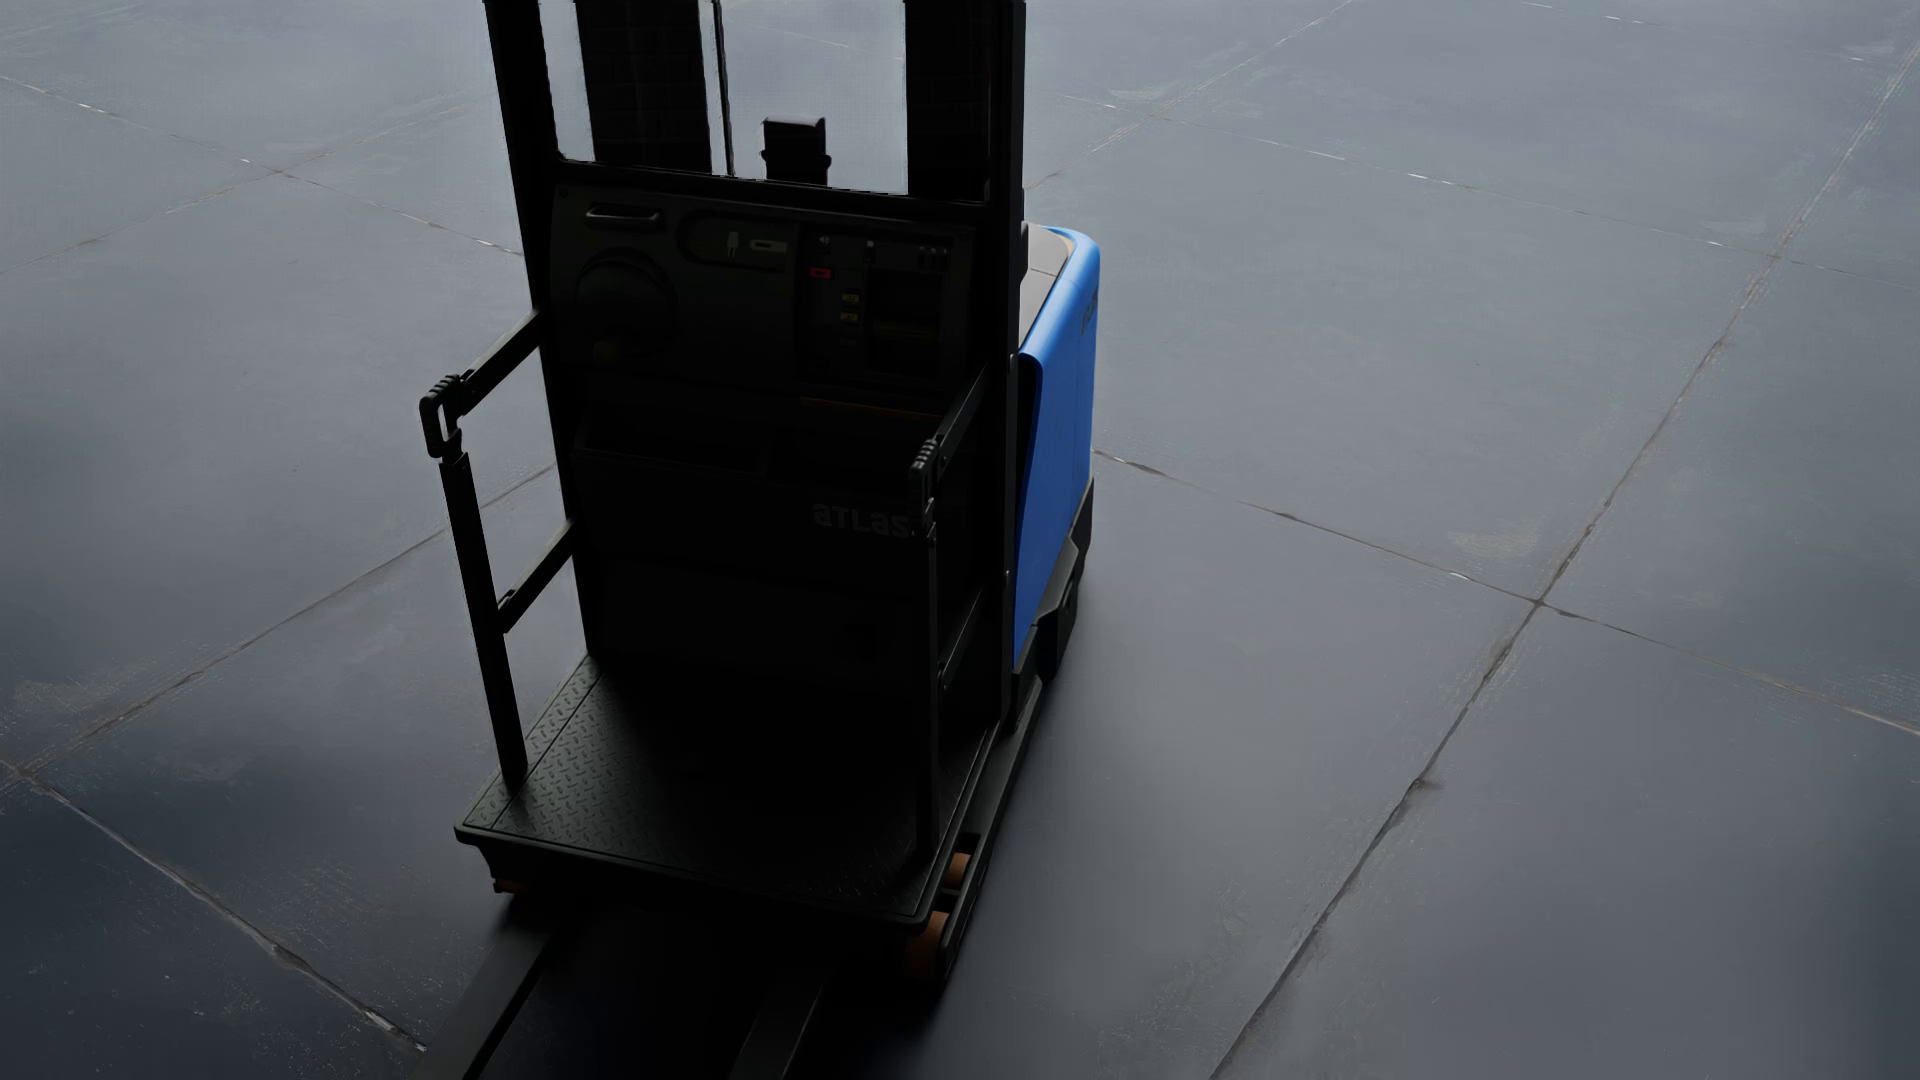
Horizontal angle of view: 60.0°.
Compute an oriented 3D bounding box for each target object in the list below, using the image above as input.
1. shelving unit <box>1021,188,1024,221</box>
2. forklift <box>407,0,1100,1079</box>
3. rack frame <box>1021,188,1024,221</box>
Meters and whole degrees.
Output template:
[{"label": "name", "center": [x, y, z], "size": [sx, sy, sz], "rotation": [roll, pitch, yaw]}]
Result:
[{"label": "shelving unit", "center": [0.049, -0.561, 5.142], "size": [0.215, 1.050, 0.252], "rotation": [13, 36, 19]}, {"label": "forklift", "center": [-0.477, -0.457, 3.310], "size": [1.130, 2.935, 3.031], "rotation": [9, 35, 13]}, {"label": "rack frame", "center": [0.096, -0.624, 5.235], "size": [0.200, 1.050, 0.008], "rotation": [13, 36, 19]}]
